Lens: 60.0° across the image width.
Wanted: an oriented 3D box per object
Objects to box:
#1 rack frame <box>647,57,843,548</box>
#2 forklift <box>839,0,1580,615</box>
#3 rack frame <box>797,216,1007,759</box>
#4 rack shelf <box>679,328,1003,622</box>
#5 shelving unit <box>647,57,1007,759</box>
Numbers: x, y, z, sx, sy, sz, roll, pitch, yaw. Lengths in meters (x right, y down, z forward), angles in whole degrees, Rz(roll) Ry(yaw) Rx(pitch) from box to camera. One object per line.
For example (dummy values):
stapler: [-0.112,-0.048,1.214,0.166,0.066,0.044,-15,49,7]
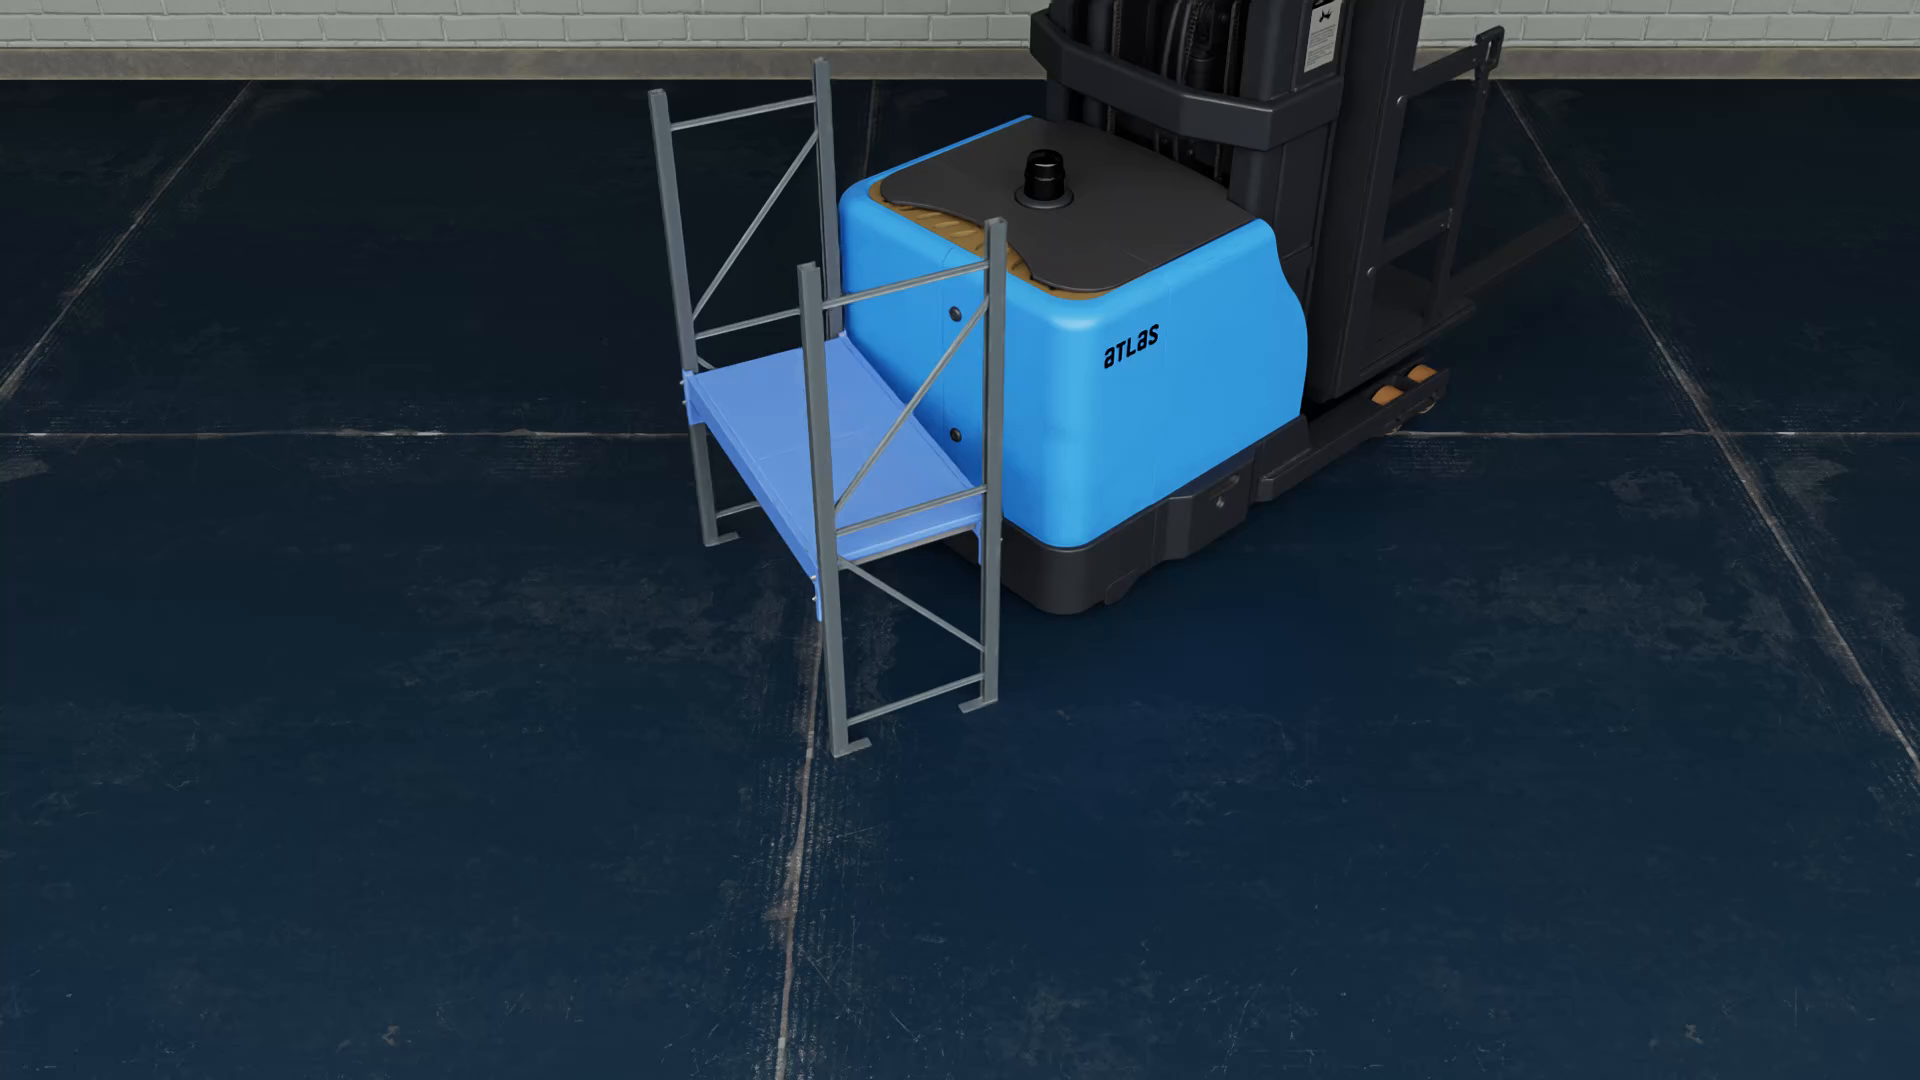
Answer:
rack frame: [-0.579,-0.638,4.846,0.500,1.500,0.032,-17,42,-20]
forklift: [1.061,-1.721,5.053,3.031,2.935,1.130,-30,47,-32]
rack frame: [-0.123,-0.069,4.137,0.500,1.500,0.032,-17,42,-20]
rack shelf: [-0.351,-0.213,4.604,0.538,0.185,1.000,-17,42,-20]
shelving unit: [-0.351,-0.353,4.492,0.538,1.500,1.048,-17,42,-20]
